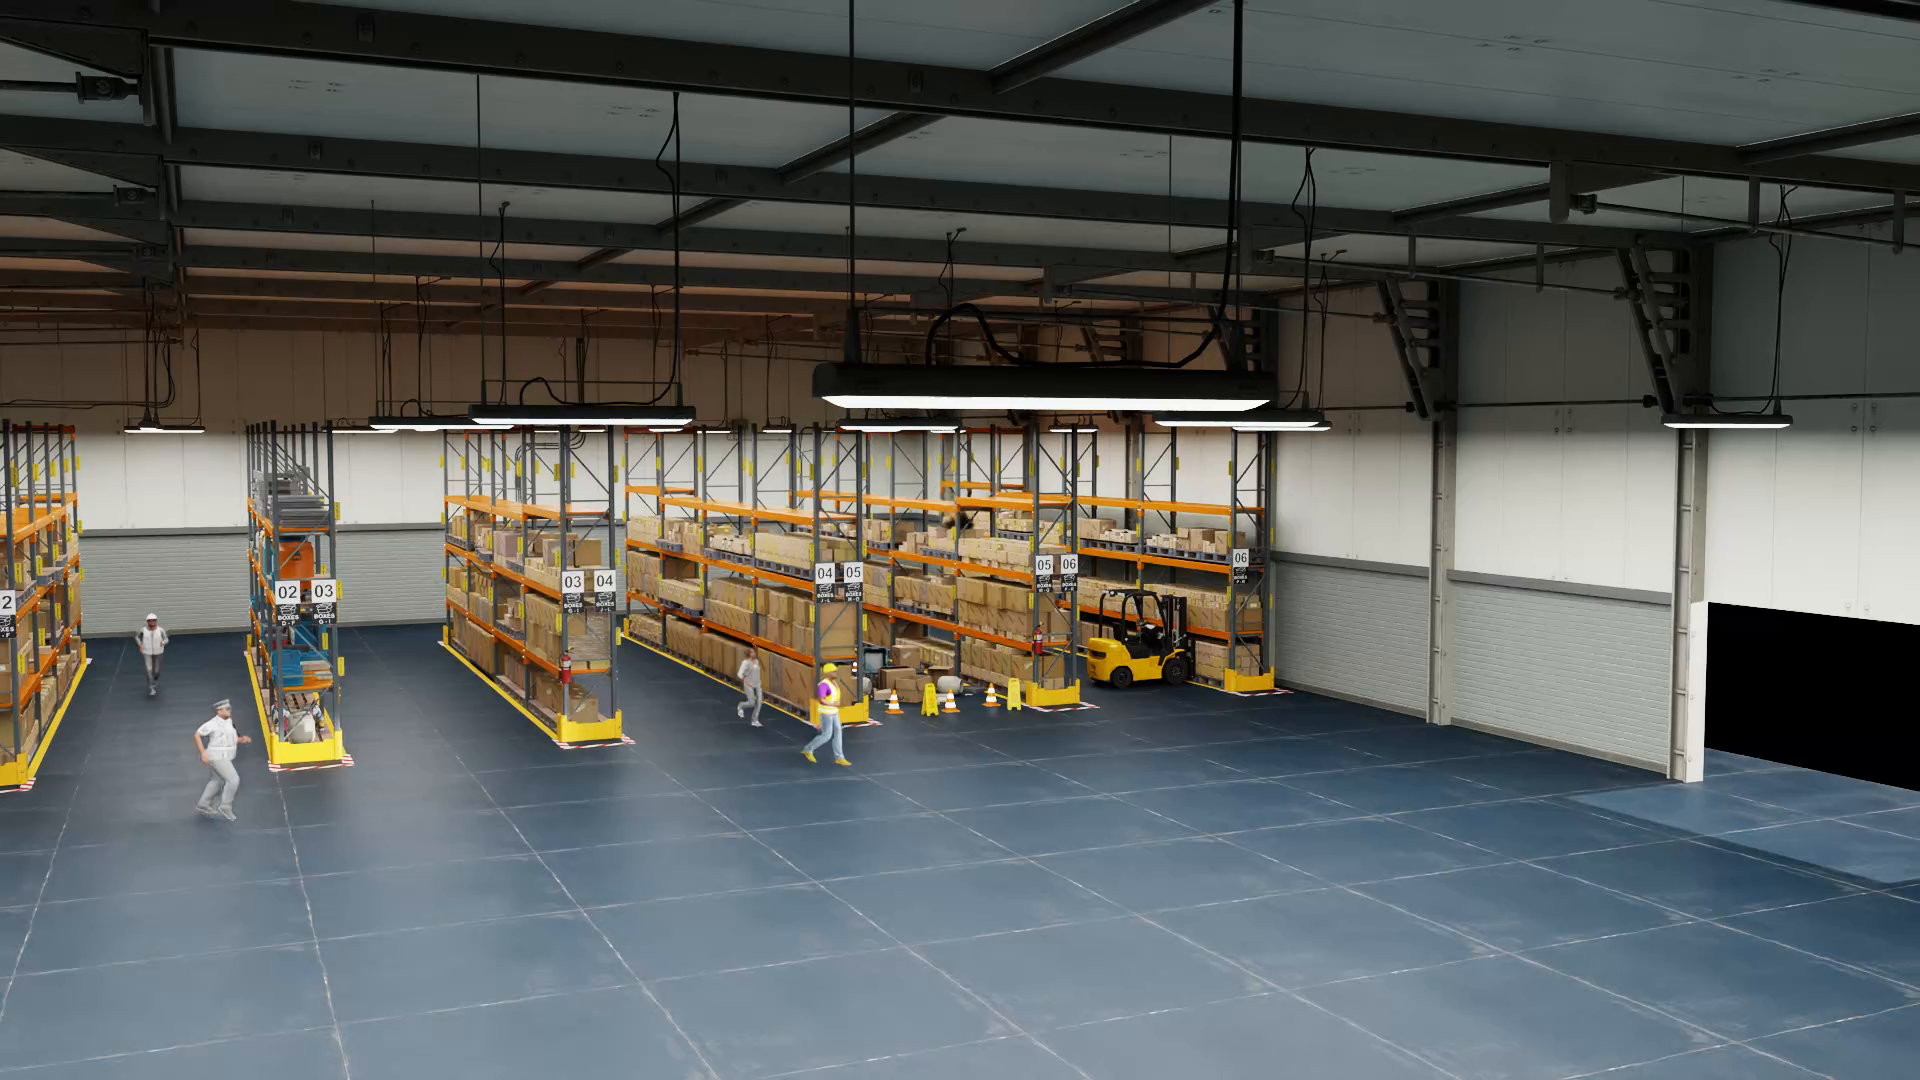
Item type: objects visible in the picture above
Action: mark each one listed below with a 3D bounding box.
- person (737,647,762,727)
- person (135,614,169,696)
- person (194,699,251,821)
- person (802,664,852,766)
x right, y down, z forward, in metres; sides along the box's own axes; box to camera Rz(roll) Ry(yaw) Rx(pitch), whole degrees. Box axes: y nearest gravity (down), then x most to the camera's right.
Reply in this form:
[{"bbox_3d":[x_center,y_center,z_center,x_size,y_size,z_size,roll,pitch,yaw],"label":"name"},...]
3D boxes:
[{"bbox_3d":[-4.125,2.893,32.875,0.645,1.541,0.543,4,5,45],"label":"person"},{"bbox_3d":[-17.963,2.529,36.995,0.663,1.779,0.940,-2,4,-30],"label":"person"},{"bbox_3d":[-11.036,3.297,24.872,0.854,1.835,0.628,0,4,-2],"label":"person"},{"bbox_3d":[-2.302,3.029,28.896,0.866,1.779,0.724,1,4,15],"label":"person"}]
